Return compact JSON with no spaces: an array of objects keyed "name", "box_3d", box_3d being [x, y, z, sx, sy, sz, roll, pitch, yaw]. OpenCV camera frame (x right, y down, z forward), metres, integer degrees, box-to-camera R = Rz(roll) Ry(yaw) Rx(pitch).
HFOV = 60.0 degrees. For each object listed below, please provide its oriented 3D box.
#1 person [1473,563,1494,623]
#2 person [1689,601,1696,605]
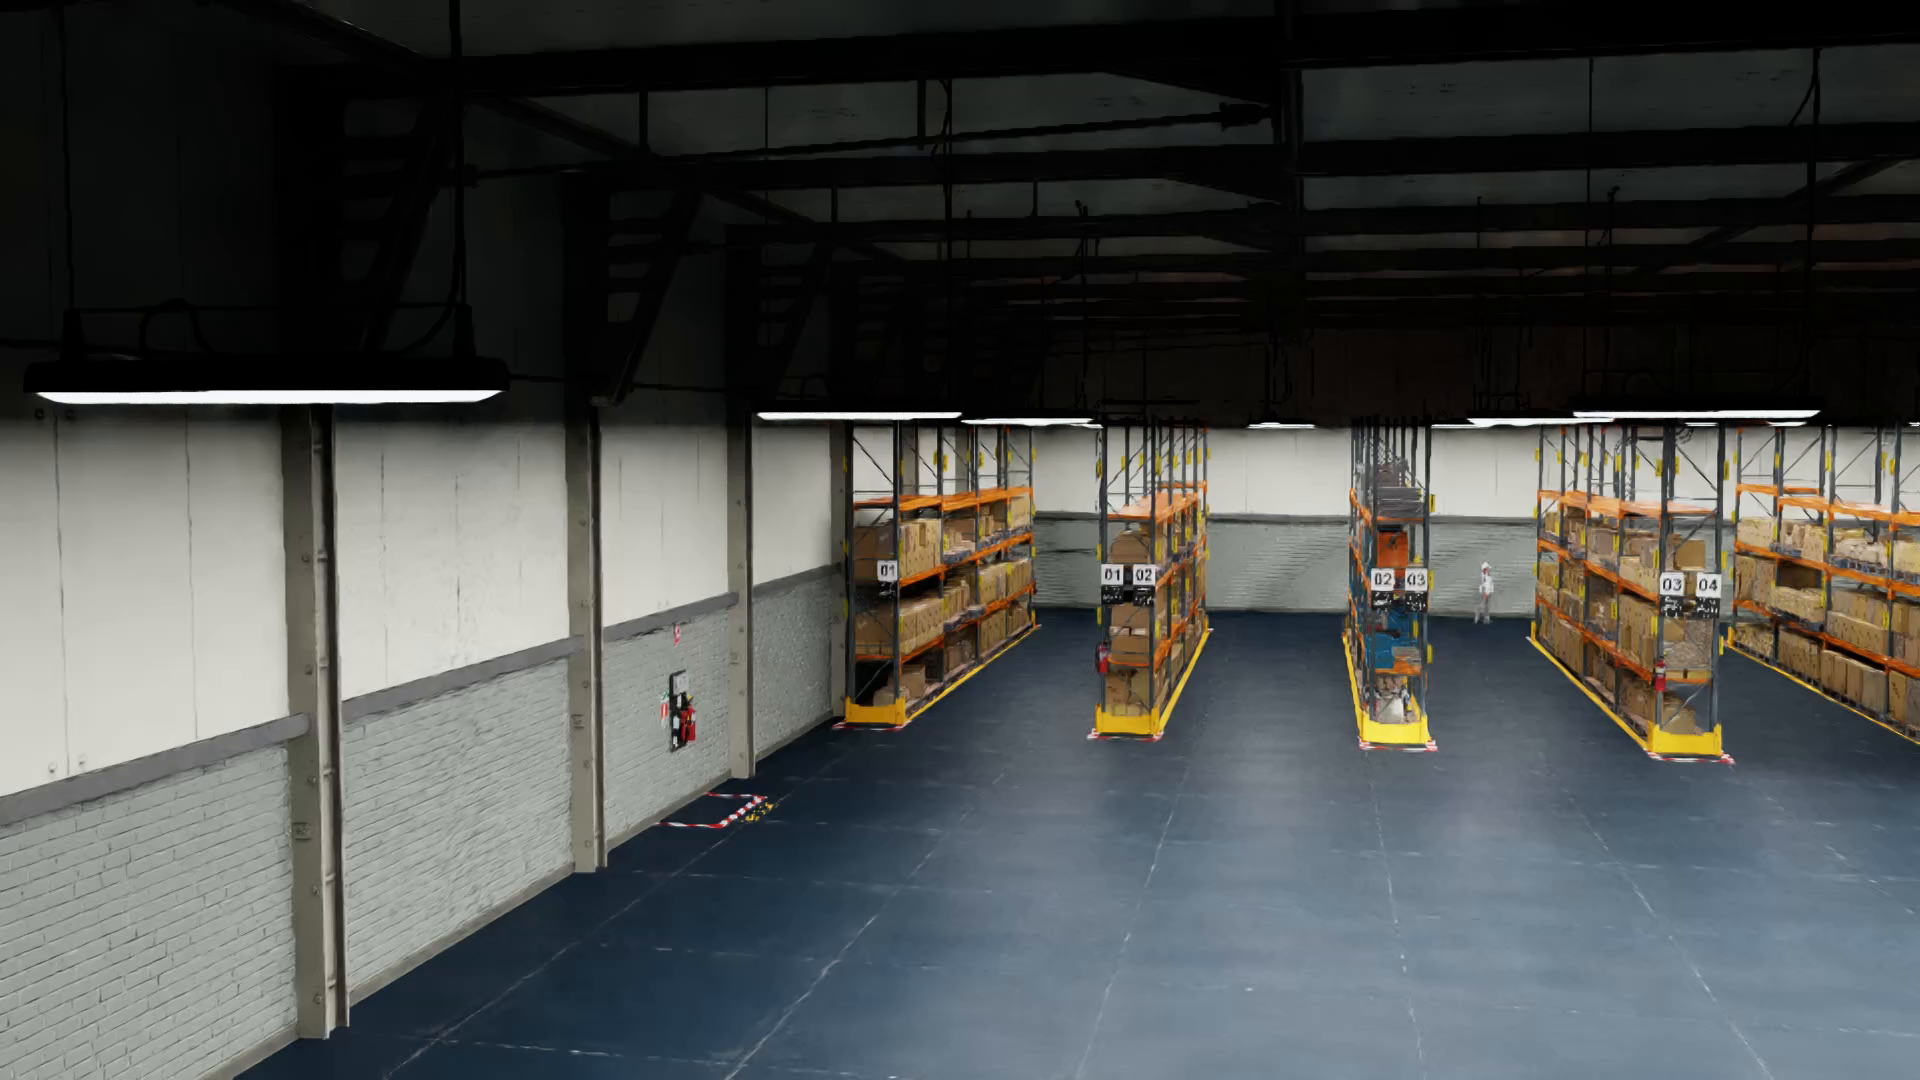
[{"name":"person","box_3d":[15.466,1.572,49.121,0.438,1.767,0.675,3,5,43]},{"name":"person","box_3d":[19.889,1.826,45.165,0.398,1.760,0.652,-1,4,-17]}]
